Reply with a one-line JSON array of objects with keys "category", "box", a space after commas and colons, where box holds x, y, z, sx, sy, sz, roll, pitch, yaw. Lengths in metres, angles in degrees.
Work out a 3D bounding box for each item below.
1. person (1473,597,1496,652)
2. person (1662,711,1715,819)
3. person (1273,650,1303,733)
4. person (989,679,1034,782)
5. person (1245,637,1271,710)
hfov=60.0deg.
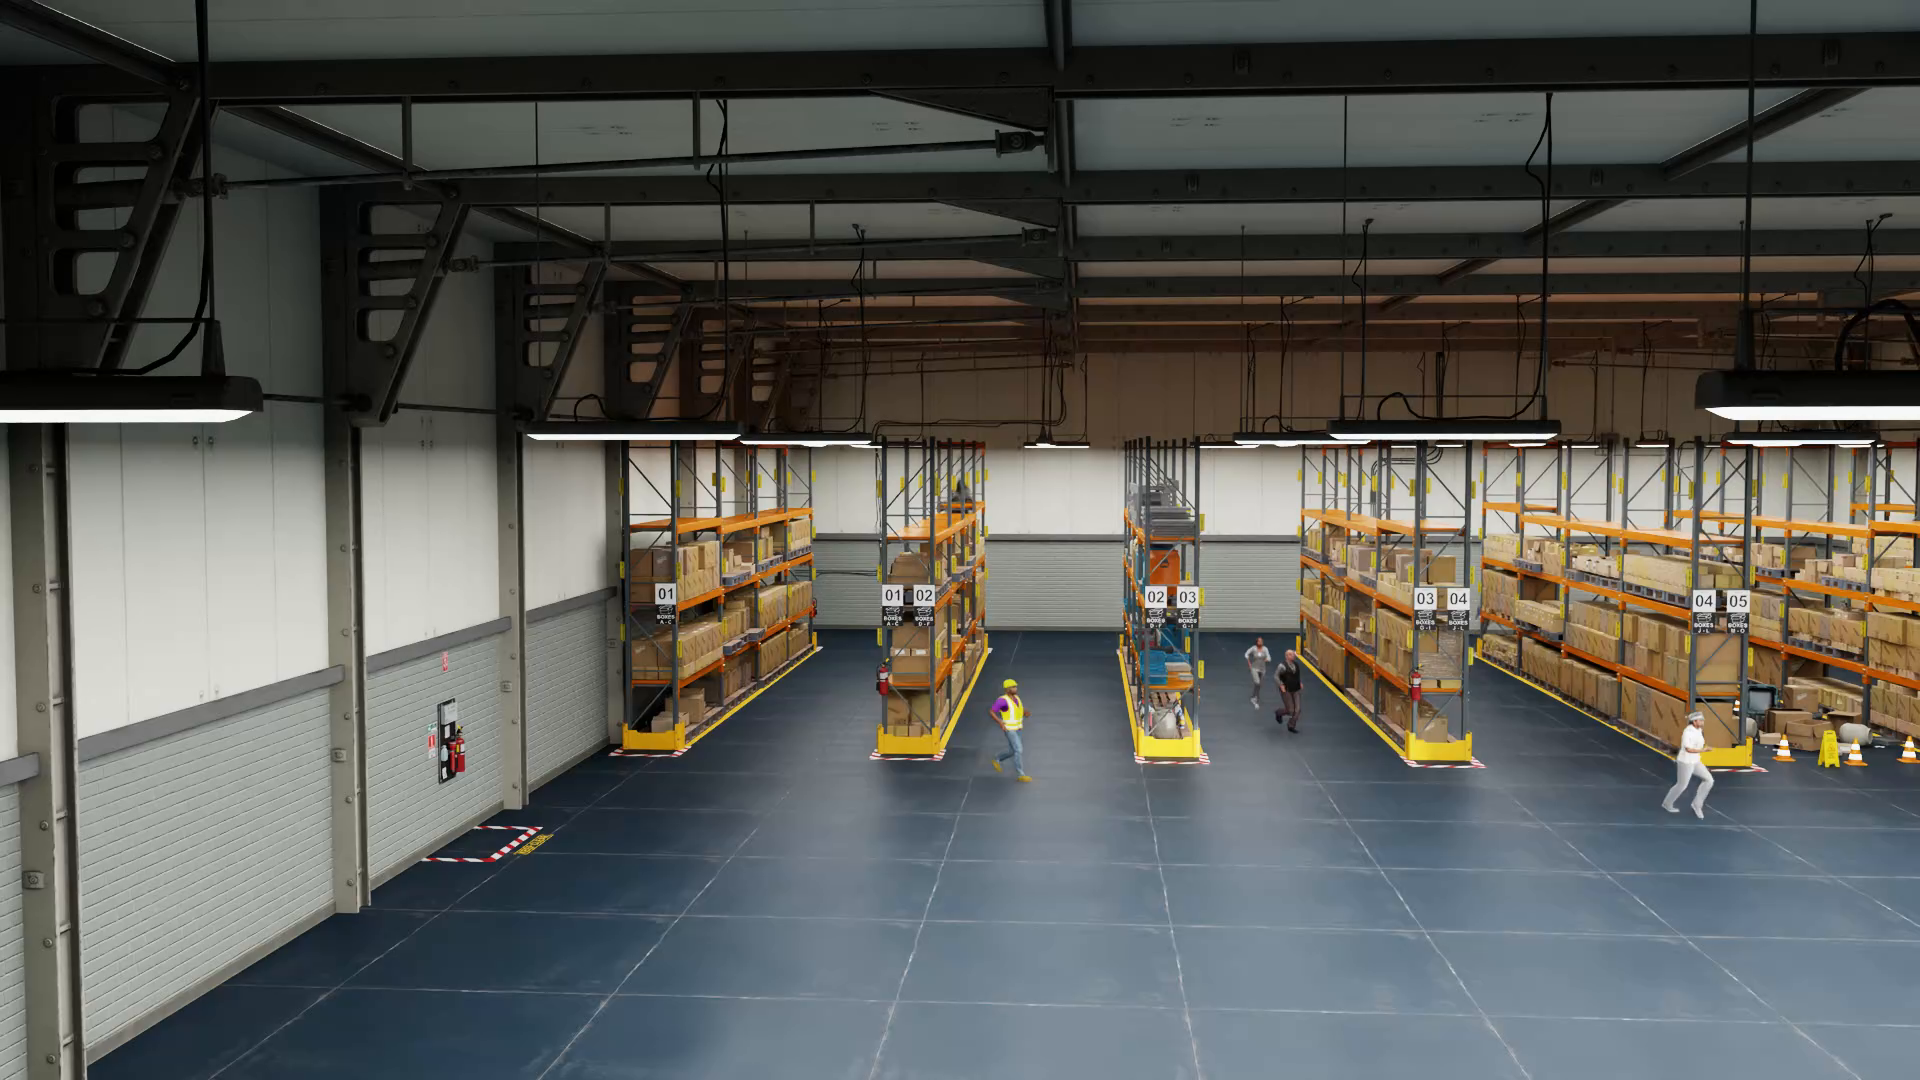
[{"category": "person", "box": [15.038, 2.373, 47.678, 1.081, 1.658, 0.546, -1, 3, -16]}, {"category": "person", "box": [11.391, 3.494, 25.976, 0.601, 1.704, 0.817, -3, 4, -45]}, {"category": "person", "box": [6.713, 3.075, 33.938, 0.664, 1.683, 0.625, -1, 3, -22]}, {"category": "person", "box": [0.887, 3.288, 28.889, 0.955, 1.748, 0.711, 2, 4, 34]}, {"category": "person", "box": [6.643, 2.954, 37.056, 0.515, 1.628, 0.760, 0, 3, -9]}]
